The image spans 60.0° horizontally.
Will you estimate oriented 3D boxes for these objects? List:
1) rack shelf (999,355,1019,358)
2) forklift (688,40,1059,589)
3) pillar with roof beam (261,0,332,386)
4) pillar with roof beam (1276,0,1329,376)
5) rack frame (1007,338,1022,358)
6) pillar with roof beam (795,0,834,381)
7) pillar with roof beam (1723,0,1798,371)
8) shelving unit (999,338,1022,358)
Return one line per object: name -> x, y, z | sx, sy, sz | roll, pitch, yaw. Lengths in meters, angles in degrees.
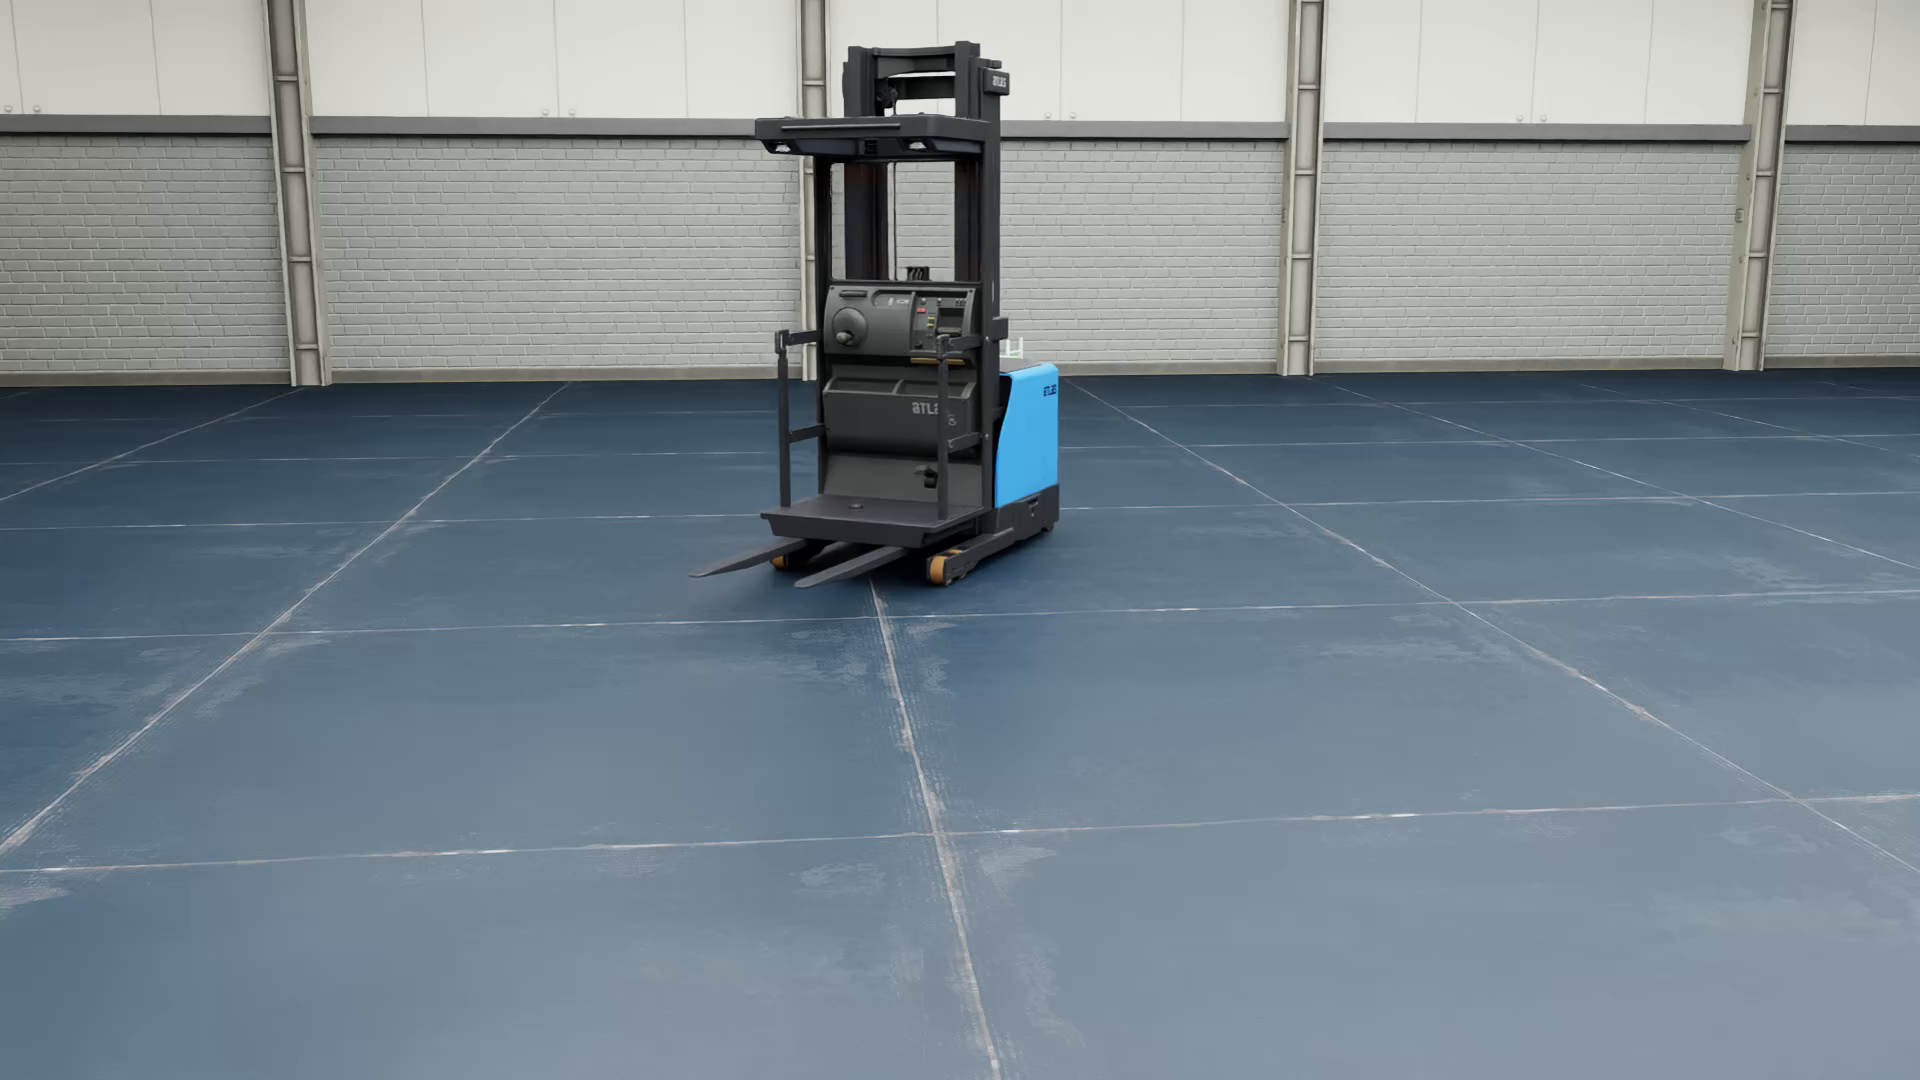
rack shelf -> 0.131, -1.143, 10.917 | 0.480, 0.148, 0.258 | 5, 12, 23
forklift -> -0.435, -1.283, 9.295 | 1.130, 2.935, 3.031 | 5, 12, 24
pillar with roof beam -> -7.234, -5.436, 14.693 | 0.400, 9.000, 9.100 | -1, 11, -6
pillar with roof beam -> 4.696, -5.686, 15.965 | 0.400, 9.000, 9.100 | -1, 11, -6
rack frame -> 0.354, -0.716, 10.901 | 0.015, 1.200, 0.240 | 5, 12, 23
pillar with roof beam -> -1.269, -5.561, 15.329 | 0.400, 9.000, 9.100 | -1, 11, -6
pillar with roof beam -> 10.661, -5.811, 16.601 | 0.400, 9.000, 9.100 | -1, 11, -6
shelving unit -> 0.131, -0.735, 10.997 | 0.503, 1.200, 0.258 | 5, 12, 23
